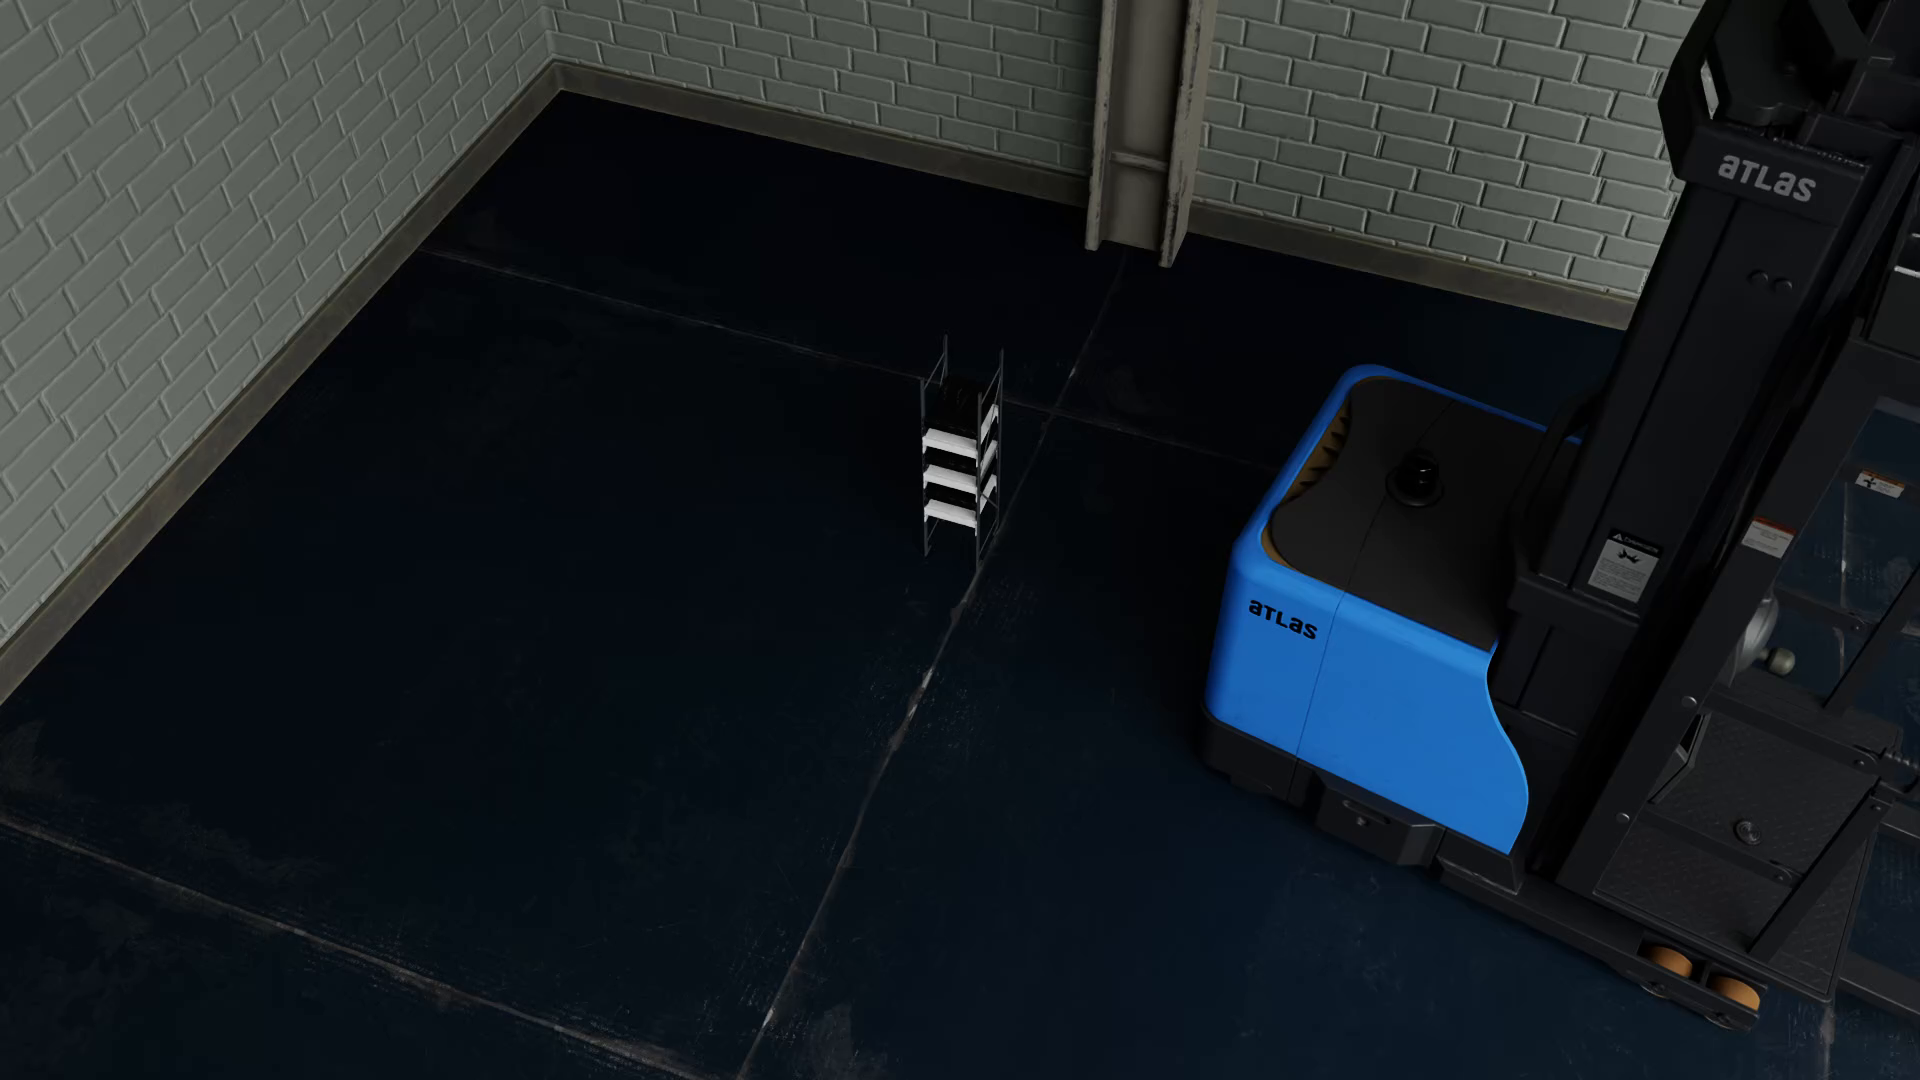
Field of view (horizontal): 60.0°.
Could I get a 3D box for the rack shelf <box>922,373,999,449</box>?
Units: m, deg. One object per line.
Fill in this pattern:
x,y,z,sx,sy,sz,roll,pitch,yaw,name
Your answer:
0.008,-0.448,5.729,0.200,0.077,0.258,16,51,13,rack shelf

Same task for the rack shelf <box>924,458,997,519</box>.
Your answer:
0.008,-0.212,6.001,0.200,0.077,0.258,16,51,13,rack shelf

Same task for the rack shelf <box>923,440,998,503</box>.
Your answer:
0.008,-0.271,5.933,0.200,0.077,0.258,16,51,13,rack shelf

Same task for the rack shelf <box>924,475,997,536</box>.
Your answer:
0.008,-0.153,6.069,0.200,0.077,0.258,16,51,13,rack shelf

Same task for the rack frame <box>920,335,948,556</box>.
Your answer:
-0.088,-0.319,5.931,0.006,0.900,0.240,16,51,13,rack frame

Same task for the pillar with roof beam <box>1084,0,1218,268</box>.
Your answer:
-0.704,-1.247,1.376,0.400,9.000,9.100,16,51,13,pillar with roof beam

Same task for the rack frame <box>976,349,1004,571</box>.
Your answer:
0.103,-0.266,5.885,0.006,0.900,0.240,16,51,13,rack frame

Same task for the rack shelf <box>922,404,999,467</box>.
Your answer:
0.008,-0.389,5.797,0.200,0.077,0.258,16,51,13,rack shelf

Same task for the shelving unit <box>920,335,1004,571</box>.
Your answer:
0.008,-0.293,5.908,0.210,0.900,0.258,16,51,13,shelving unit

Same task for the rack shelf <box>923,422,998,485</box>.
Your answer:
0.008,-0.330,5.865,0.200,0.077,0.258,16,51,13,rack shelf

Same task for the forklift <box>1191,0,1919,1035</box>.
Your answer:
2.305,0.037,4.278,3.031,2.935,1.130,24,53,20,forklift
